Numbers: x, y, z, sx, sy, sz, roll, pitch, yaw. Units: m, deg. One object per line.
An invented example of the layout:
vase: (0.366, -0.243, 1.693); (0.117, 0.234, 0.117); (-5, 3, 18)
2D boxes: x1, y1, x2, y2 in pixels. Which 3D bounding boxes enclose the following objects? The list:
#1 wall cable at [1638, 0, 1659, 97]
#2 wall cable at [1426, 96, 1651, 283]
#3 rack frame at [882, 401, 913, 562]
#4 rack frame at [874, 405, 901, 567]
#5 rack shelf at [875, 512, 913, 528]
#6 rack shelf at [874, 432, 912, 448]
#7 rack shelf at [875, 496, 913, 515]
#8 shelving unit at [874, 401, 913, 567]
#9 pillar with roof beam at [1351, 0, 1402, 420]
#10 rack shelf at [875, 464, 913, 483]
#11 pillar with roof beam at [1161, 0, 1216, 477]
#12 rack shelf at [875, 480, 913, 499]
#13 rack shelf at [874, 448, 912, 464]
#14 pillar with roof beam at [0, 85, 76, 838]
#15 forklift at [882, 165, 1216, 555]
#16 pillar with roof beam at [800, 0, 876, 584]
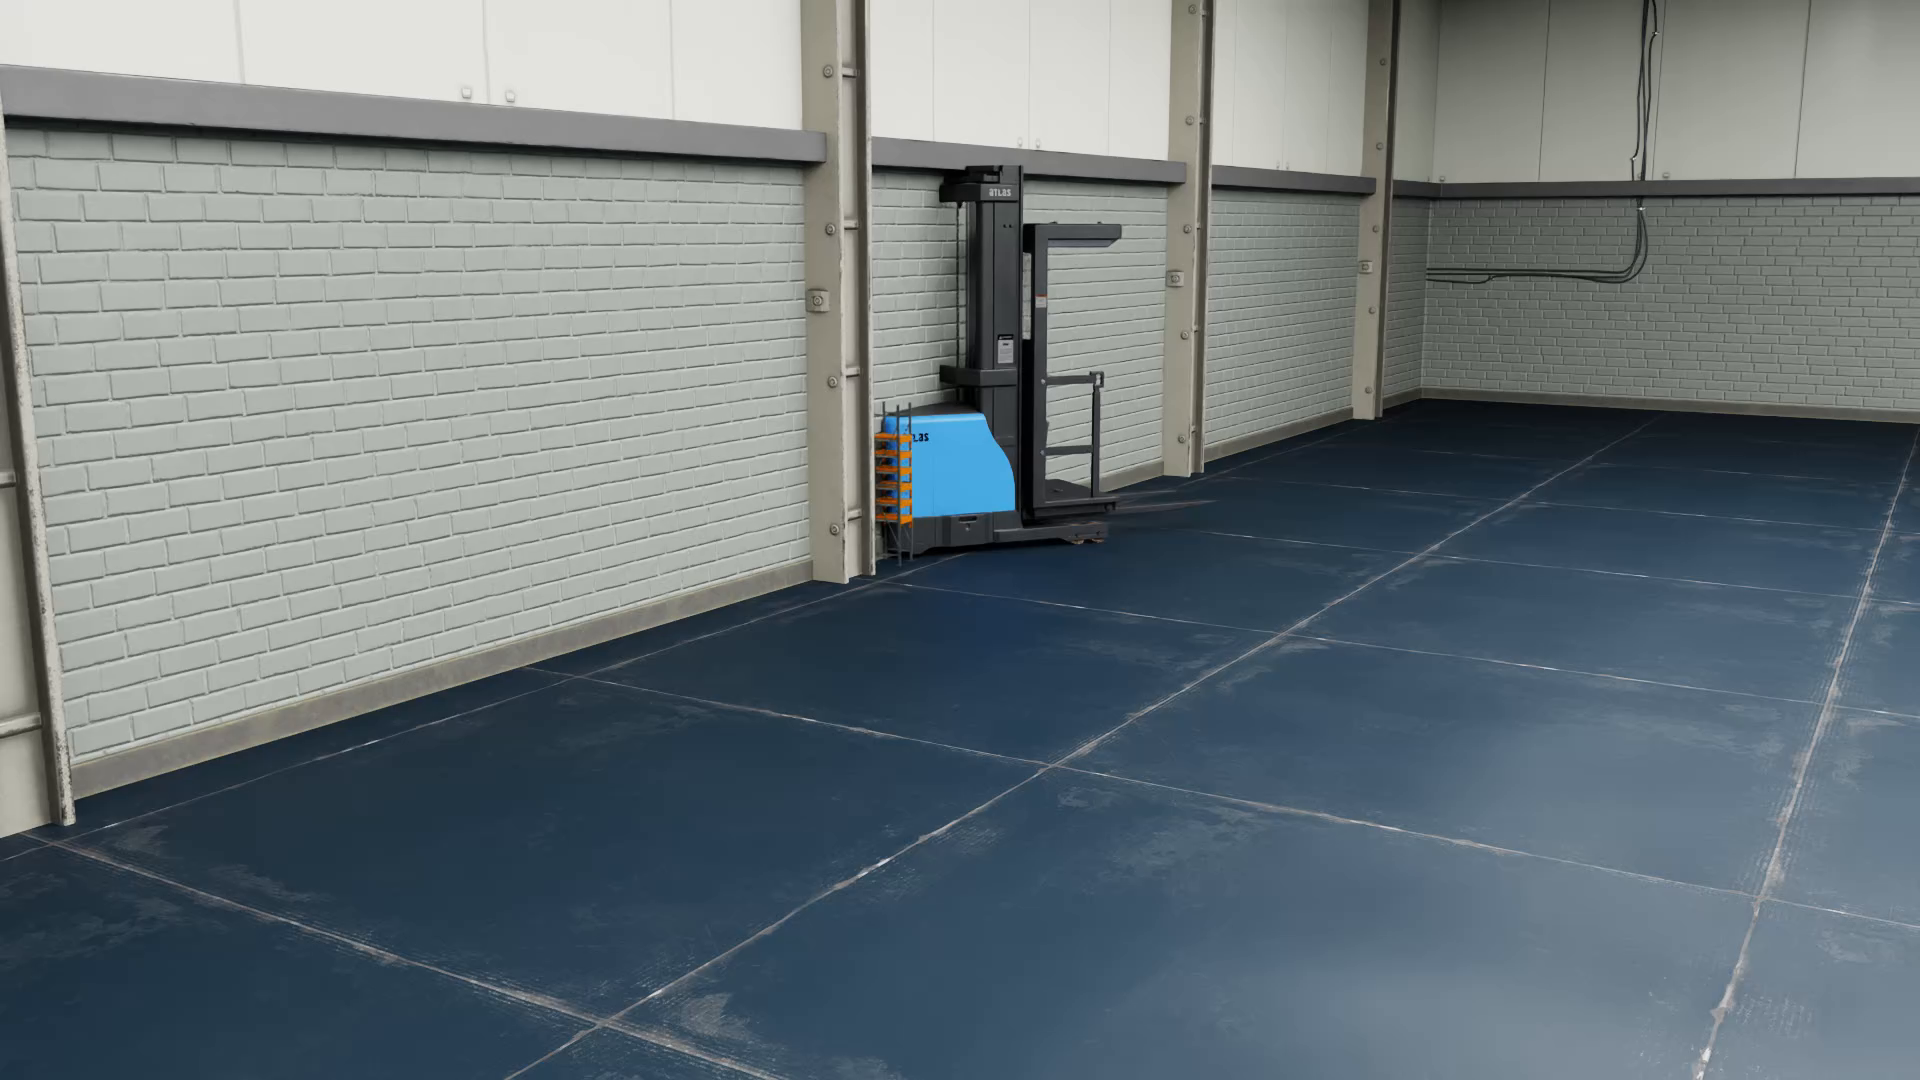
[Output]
wall cable: (10.359, -7.082, 21.458); (3.097, 2.526, 0.112); (6, 12, 31)
wall cable: (8.047, -4.858, 23.303); (3.097, 2.526, 0.112); (6, 12, 31)
rack frame: (-0.466, -0.434, 12.417); (0.240, 1.200, 0.006); (5, 12, 26)
rack frame: (-0.548, -0.402, 12.256); (0.240, 1.200, 0.006); (5, 12, 26)
rack shelf: (-0.506, -0.139, 12.391); (0.258, 0.103, 0.180); (5, 12, 26)
rack shelf: (-0.508, -0.728, 12.276); (0.258, 0.103, 0.180); (5, 12, 26)
rack shelf: (-0.506, -0.257, 12.368); (0.258, 0.103, 0.180); (5, 12, 26)
shelving unit: (-0.507, -0.418, 12.336); (0.258, 1.200, 0.189); (5, 12, 26)
pillar with roof beam: (9.066, -5.636, 19.021); (9.100, 9.000, 0.400); (6, 12, 31)
rack shelf: (-0.507, -0.492, 12.322); (0.258, 0.103, 0.180); (5, 12, 26)
pillar with roof beam: (5.951, -4.693, 13.980); (9.100, 9.000, 0.400); (6, 12, 31)
rack shelf: (-0.507, -0.374, 12.345); (0.258, 0.103, 0.180); (5, 12, 26)
rack shelf: (-0.508, -0.610, 12.299); (0.258, 0.103, 0.180); (5, 12, 26)
pillar with roof beam: (-0.279, -2.805, 3.899); (9.100, 9.000, 0.400); (6, 12, 31)
forklift: (0.628, -1.487, 13.347); (3.031, 2.935, 1.130); (-5, 12, -24)
pillar with roof beam: (2.836, -3.749, 8.940); (9.100, 9.000, 0.400); (6, 12, 31)
